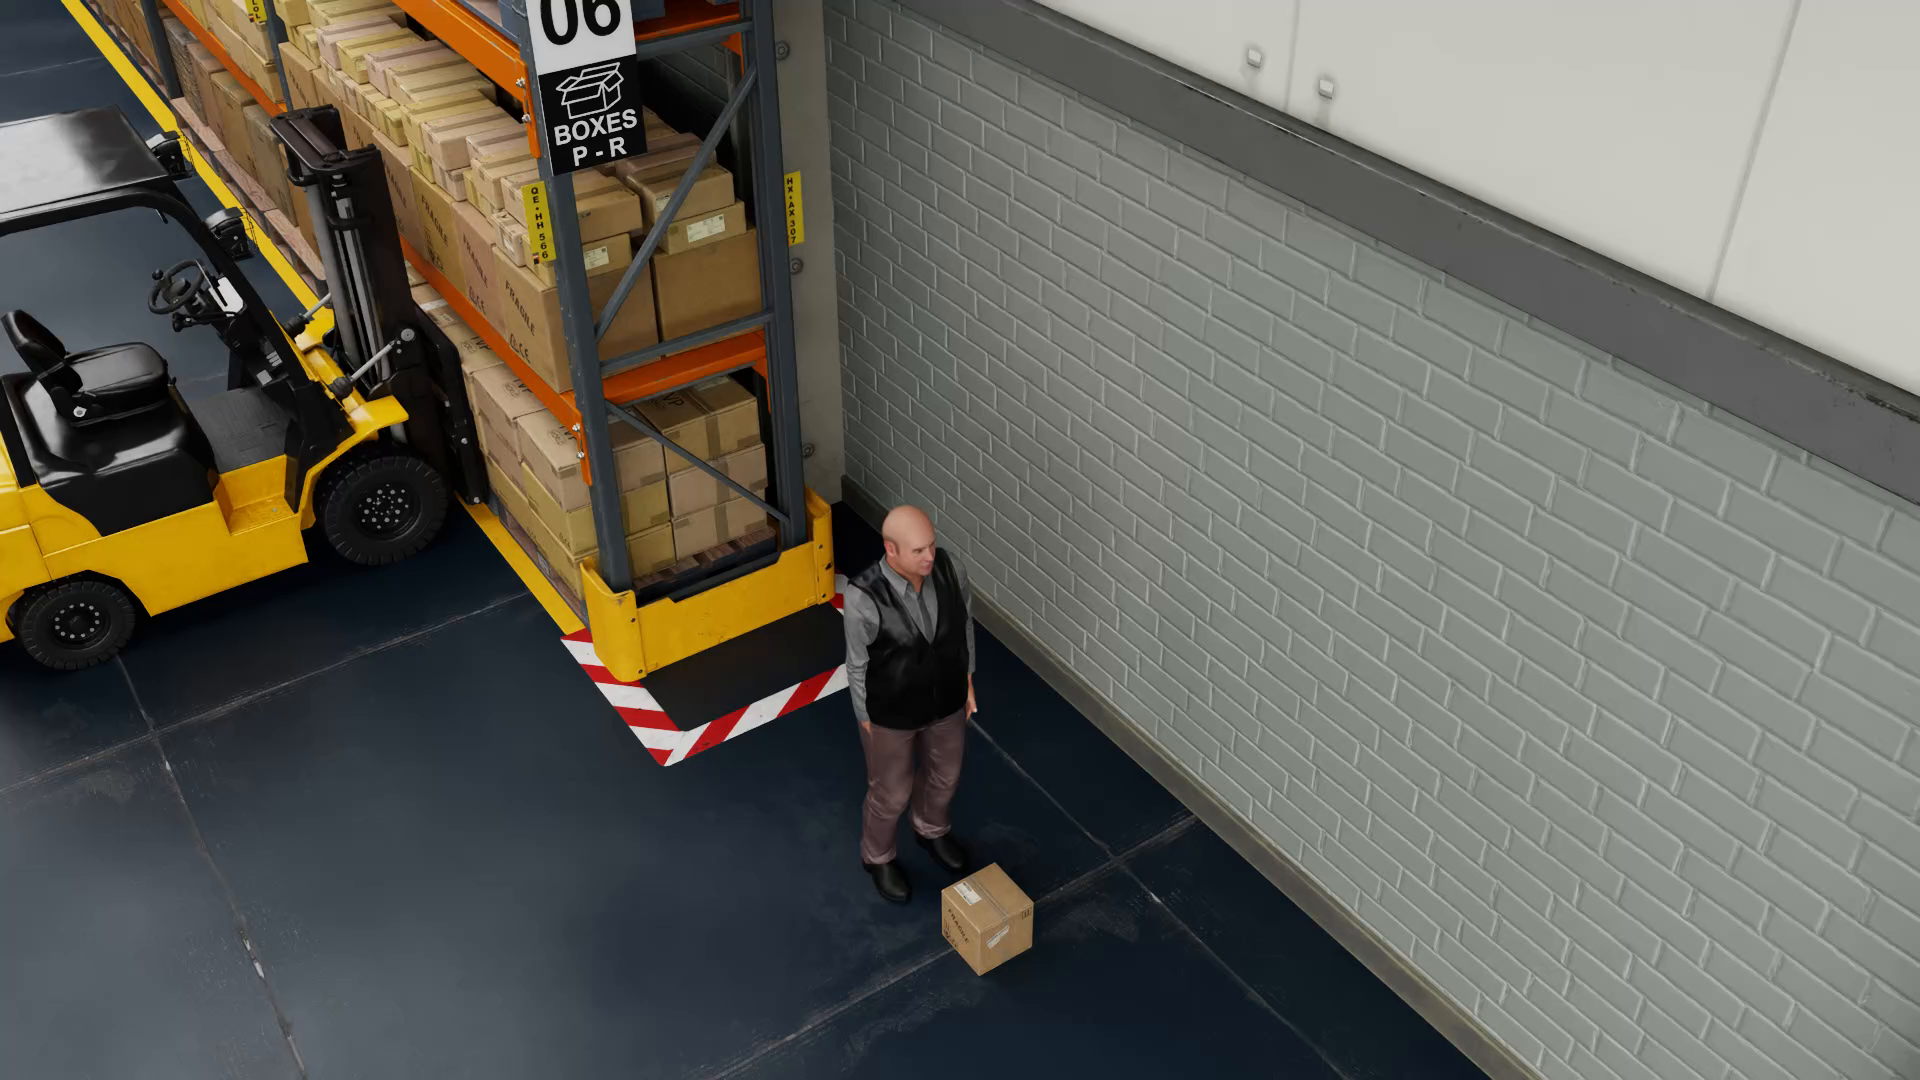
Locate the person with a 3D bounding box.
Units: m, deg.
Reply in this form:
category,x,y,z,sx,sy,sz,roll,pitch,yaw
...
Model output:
category,x,y,z,sx,sy,sz,roll,pitch,yaw
person,-0.163,0.643,6.231,0.532,1.622,0.360,-22,41,-27
